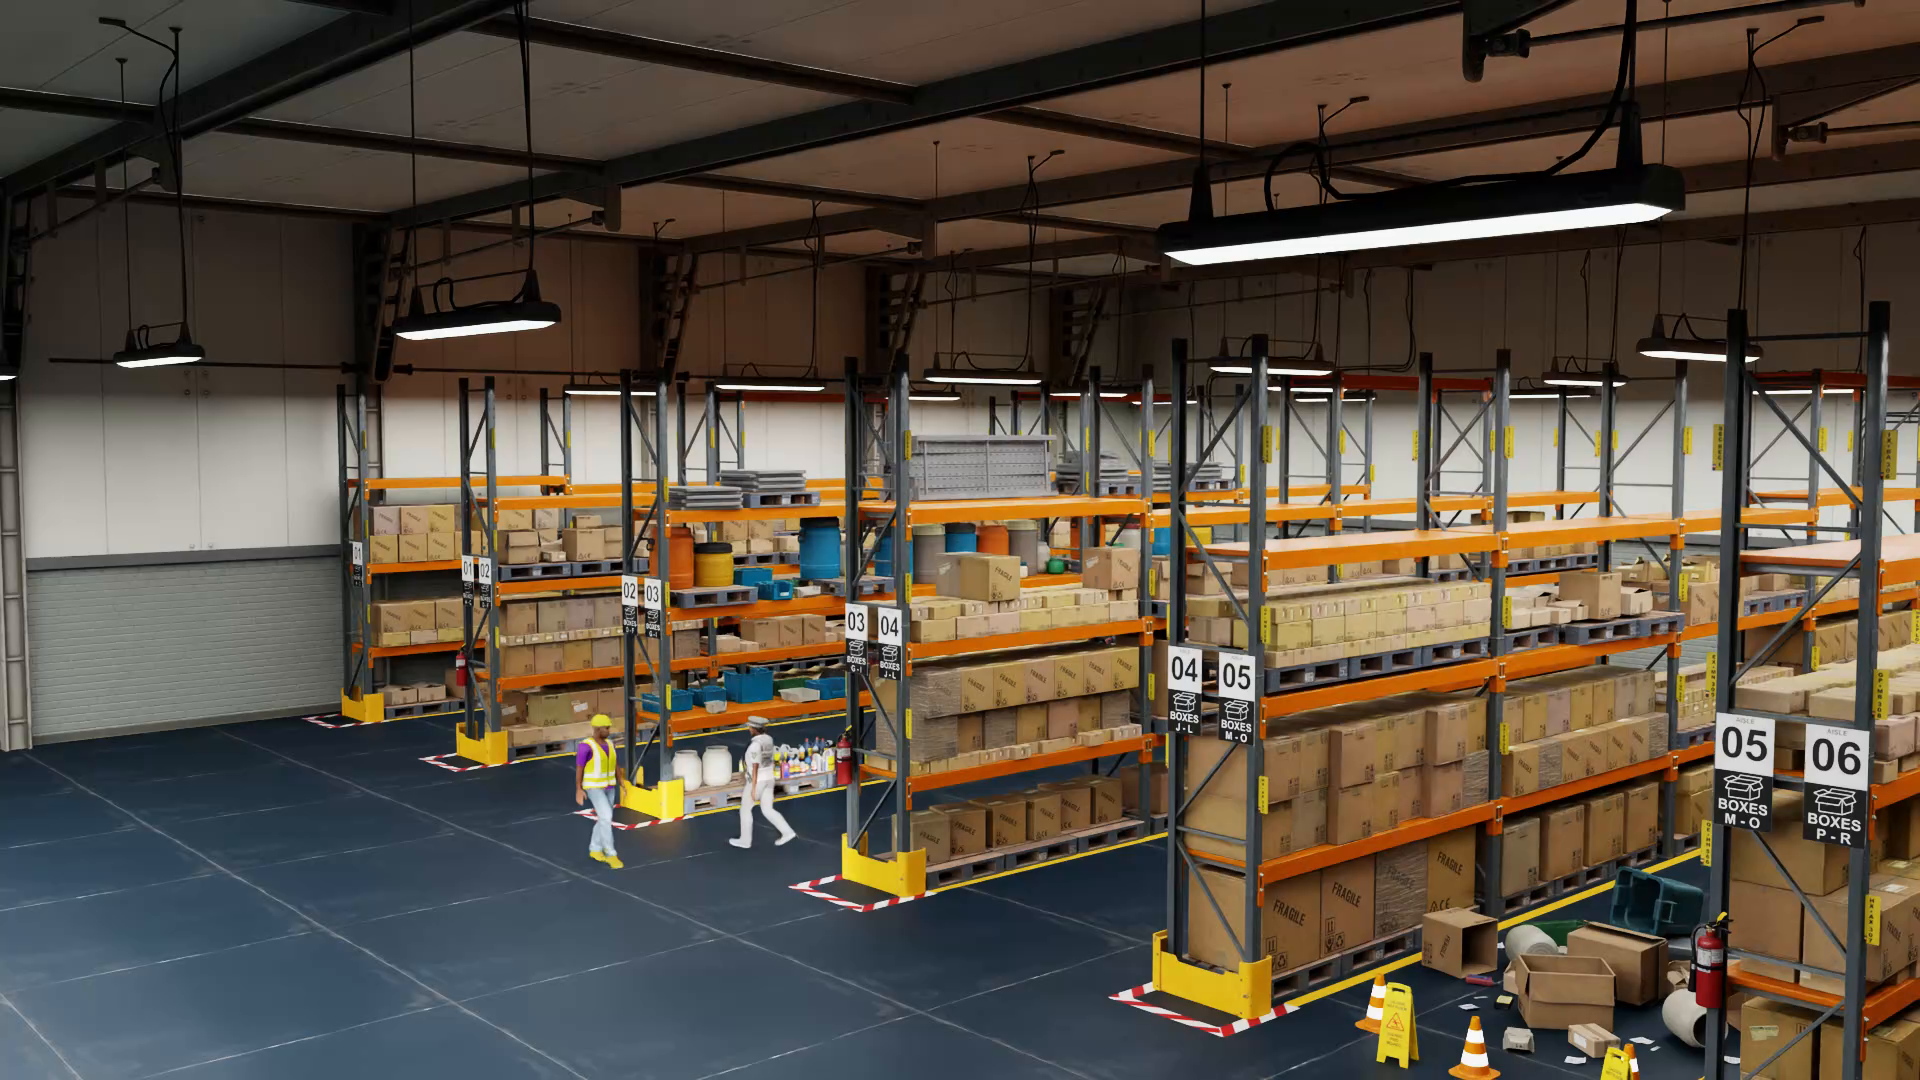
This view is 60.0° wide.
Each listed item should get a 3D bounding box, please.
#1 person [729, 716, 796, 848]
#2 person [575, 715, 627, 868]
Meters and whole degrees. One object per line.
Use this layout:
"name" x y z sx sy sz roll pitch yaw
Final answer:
"person" -2.448 2.994 20.544 0.836 1.644 0.481 2 4 27
"person" -4.197 2.984 19.897 0.728 1.773 0.586 2 4 30
